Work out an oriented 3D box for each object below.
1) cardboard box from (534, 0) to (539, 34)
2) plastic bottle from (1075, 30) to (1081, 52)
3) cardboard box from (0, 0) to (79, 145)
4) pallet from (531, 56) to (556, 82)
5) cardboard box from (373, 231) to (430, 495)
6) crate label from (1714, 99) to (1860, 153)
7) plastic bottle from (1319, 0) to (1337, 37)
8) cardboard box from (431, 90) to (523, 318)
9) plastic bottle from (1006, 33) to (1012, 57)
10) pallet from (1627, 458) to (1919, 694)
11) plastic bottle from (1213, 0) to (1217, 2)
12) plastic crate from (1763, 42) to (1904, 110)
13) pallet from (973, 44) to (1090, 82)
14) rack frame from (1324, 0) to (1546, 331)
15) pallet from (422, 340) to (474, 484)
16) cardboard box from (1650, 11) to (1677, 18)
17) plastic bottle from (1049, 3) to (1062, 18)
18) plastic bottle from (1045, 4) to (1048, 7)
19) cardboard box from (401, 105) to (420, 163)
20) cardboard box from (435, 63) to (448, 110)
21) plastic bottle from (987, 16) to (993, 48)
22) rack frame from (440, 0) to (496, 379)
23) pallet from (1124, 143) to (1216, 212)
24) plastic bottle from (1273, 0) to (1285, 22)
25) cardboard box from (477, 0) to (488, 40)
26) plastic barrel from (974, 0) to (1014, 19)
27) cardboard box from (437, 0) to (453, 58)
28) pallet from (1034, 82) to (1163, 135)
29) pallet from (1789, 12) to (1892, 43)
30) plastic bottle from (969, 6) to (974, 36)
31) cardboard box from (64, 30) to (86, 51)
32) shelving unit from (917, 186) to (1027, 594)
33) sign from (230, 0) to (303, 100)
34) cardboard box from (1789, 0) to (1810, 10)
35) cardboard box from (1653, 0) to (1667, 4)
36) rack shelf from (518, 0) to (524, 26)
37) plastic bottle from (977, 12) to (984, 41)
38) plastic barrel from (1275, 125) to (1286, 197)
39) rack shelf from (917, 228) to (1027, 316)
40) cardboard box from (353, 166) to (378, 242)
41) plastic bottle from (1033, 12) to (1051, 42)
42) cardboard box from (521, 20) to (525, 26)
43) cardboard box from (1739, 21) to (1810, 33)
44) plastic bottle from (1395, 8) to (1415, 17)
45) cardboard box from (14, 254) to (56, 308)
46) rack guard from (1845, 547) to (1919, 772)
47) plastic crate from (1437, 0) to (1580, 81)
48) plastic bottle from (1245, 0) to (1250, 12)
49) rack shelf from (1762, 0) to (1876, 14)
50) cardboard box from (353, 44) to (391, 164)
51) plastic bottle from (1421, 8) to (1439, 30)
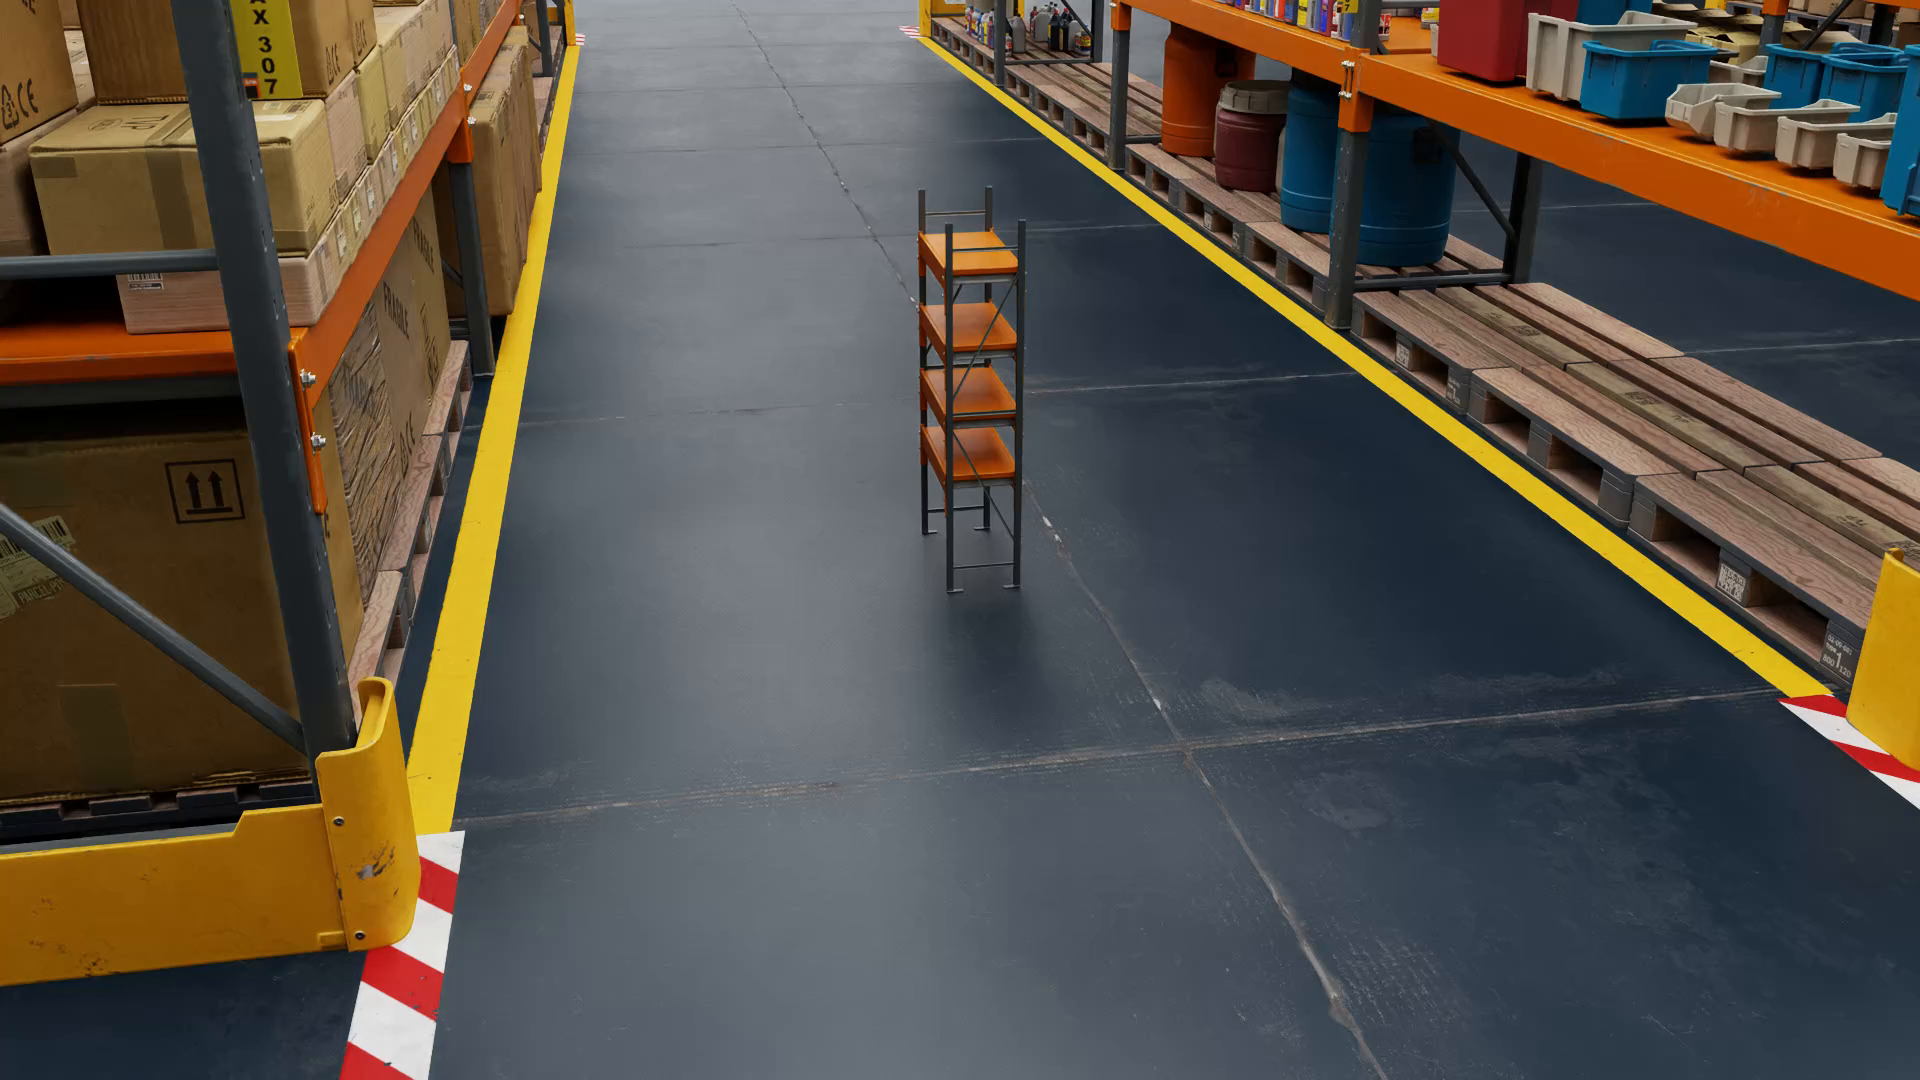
[{"bbox_3d":[-4.552,-5.369,16.895,0.500,0.500,0.500,2,24,4],"label":"cardboard box"},{"bbox_3d":[1.147,-4.752,15.829,0.097,0.201,0.097,0,24,0],"label":"plastic bottle"},{"bbox_3d":[-2.185,-1.092,3.381,0.500,0.500,0.500,-4,24,-9],"label":"cardboard box"},{"bbox_3d":[-4.214,-4.212,15.131,1.003,0.211,1.213,-4,24,-10],"label":"pallet"},{"bbox_3d":[-2.366,-0.681,5.691,0.875,0.875,0.875,-4,24,-10],"label":"cardboard box"},{"bbox_3d":[2.588,-1.312,5.260,0.396,0.136,0.243,-4,24,-10],"label":"crate label"},{"bbox_3d":[1.813,-2.614,8.132,0.061,0.283,0.133,-4,24,-10],"label":"plastic bottle"},{"bbox_3d":[-2.714,-1.551,7.683,1.225,0.875,0.875,-4,24,-10],"label":"cardboard box"},{"bbox_3d":[0.439,-4.634,15.559,0.097,0.201,0.097,0,24,0],"label":"plastic bottle"},{"bbox_3d":[2.917,0.076,5.313,1.003,0.211,1.213,-4,24,-10],"label":"pallet"},{"bbox_3d":[1.522,-3.267,9.643,0.097,0.271,0.097,0,24,0],"label":"plastic bottle"},{"bbox_3d":[3.010,-1.583,5.761,0.416,0.233,0.300,-4,24,-10],"label":"plastic crate"},{"bbox_3d":[0.729,-4.584,15.983,1.003,0.211,1.213,-4,24,-10],"label":"pallet"},{"bbox_3d":[2.292,-2.448,7.608,1.000,3.000,0.127,-4,24,-10],"label":"rack frame"},{"bbox_3d":[-2.512,-0.499,6.629,1.003,0.211,1.213,-4,24,-10],"label":"pallet"},{"bbox_3d":[5.798,-4.364,14.204,0.500,0.311,0.500,-4,24,-8],"label":"cardboard box"},{"bbox_3d":[0.957,-5.172,16.605,0.144,0.351,0.185,-4,24,-10],"label":"plastic bottle"},{"bbox_3d":[0.883,-5.391,17.189,0.061,0.283,0.133,-4,24,-8],"label":"plastic bottle"},{"bbox_3d":[-1.914,-1.265,5.213,0.380,0.149,0.250,-4,24,-9],"label":"cardboard box"},{"bbox_3d":[-2.102,-1.669,6.137,0.380,0.149,0.250,-5,24,-11],"label":"cardboard box"},{"bbox_3d":[0.303,-4.920,16.112,0.061,0.283,0.133,-3,24,-6],"label":"plastic bottle"},{"bbox_3d":[-2.576,-2.082,6.769,1.000,3.000,0.127,-4,24,-10],"label":"rack frame"},{"bbox_3d":[1.739,-2.437,11.066,1.003,0.211,1.213,-4,24,-10],"label":"pallet"},{"bbox_3d":[1.740,-2.865,8.716,0.152,0.276,0.135,-4,24,-10],"label":"plastic bottle"},{"bbox_3d":[-2.601,-2.722,8.109,0.500,0.500,0.500,-5,24,-11],"label":"cardboard box"},{"bbox_3d":[0.362,-5.770,17.798,0.421,0.512,0.421,0,24,0],"label":"plastic barrel"},{"bbox_3d":[-2.236,-1.995,6.386,0.500,0.250,0.500,-5,24,-11],"label":"cardboard box"},{"bbox_3d":[1.225,-3.530,13.569,1.003,0.211,1.213,-4,24,-10],"label":"pallet"},{"bbox_3d":[10.161,-5.793,18.750,1.003,0.211,1.213,-4,24,-10],"label":"pallet"},{"bbox_3d":[0.126,-5.299,16.978,0.061,0.283,0.133,-4,24,-9],"label":"plastic bottle"},{"bbox_3d":[-2.475,-1.351,4.912,0.500,0.250,0.500,-4,24,-10],"label":"cardboard box"},{"bbox_3d":[0.031,-0.485,5.361,0.258,1.200,0.503,-4,24,-10],"label":"shelving unit"},{"bbox_3d":[-1.290,-0.980,3.066,0.100,0.325,0.005,-4,24,-10],"label":"sign"},{"bbox_3d":[9.954,-6.368,19.392,0.500,0.311,0.500,-2,24,-5],"label":"cardboard box"},{"bbox_3d":[6.140,-4.807,15.219,0.500,0.311,0.500,-4,24,-8],"label":"cardboard box"},{"bbox_3d":[-3.685,-4.112,12.316,1.077,0.370,4.000,-4,24,-10],"label":"rack shelf"},{"bbox_3d":[0.221,-5.130,16.606,0.097,0.271,0.097,0,24,0],"label":"plastic bottle"},{"bbox_3d":[2.060,-2.223,9.676,0.421,0.512,0.421,0,24,0],"label":"plastic barrel"},{"bbox_3d":[0.031,-0.845,5.203,0.258,0.148,0.480,-4,24,-10],"label":"rack shelf"},{"bbox_3d":[-1.723,-0.861,4.288,0.380,0.149,0.250,-5,24,-11],"label":"cardboard box"},{"bbox_3d":[0.816,-5.117,16.572,0.152,0.276,0.135,-4,24,-10],"label":"plastic bottle"},{"bbox_3d":[-3.963,-4.041,13.829,0.700,0.500,0.500,-6,24,-14],"label":"cardboard box"},{"bbox_3d":[6.507,-4.010,13.394,0.500,0.311,0.500,-5,24,-11],"label":"cardboard box"},{"bbox_3d":[2.409,-2.966,8.948,0.152,0.276,0.135,-4,24,-10],"label":"plastic bottle"},{"bbox_3d":[-2.275,-0.611,3.715,0.380,0.149,0.250,-4,24,-9],"label":"cardboard box"},{"bbox_3d":[3.048,0.279,4.487,1.175,0.500,0.348,-4,24,-10],"label":"rack guard"},{"bbox_3d":[2.210,-2.135,6.737,0.402,0.464,0.583,-4,24,-10],"label":"plastic crate"},{"bbox_3d":[1.624,-3.018,9.161,0.097,0.201,0.097,0,24,0],"label":"plastic bottle"},{"bbox_3d":[6.051,-4.844,13.992,1.077,0.370,4.000,-4,24,-10],"label":"rack shelf"},{"bbox_3d":[-1.852,-1.187,4.535,0.500,0.250,0.500,-5,24,-12],"label":"cardboard box"},{"bbox_3d":[2.394,-2.695,8.421,0.097,0.201,0.097,0,24,0],"label":"plastic bottle"}]
